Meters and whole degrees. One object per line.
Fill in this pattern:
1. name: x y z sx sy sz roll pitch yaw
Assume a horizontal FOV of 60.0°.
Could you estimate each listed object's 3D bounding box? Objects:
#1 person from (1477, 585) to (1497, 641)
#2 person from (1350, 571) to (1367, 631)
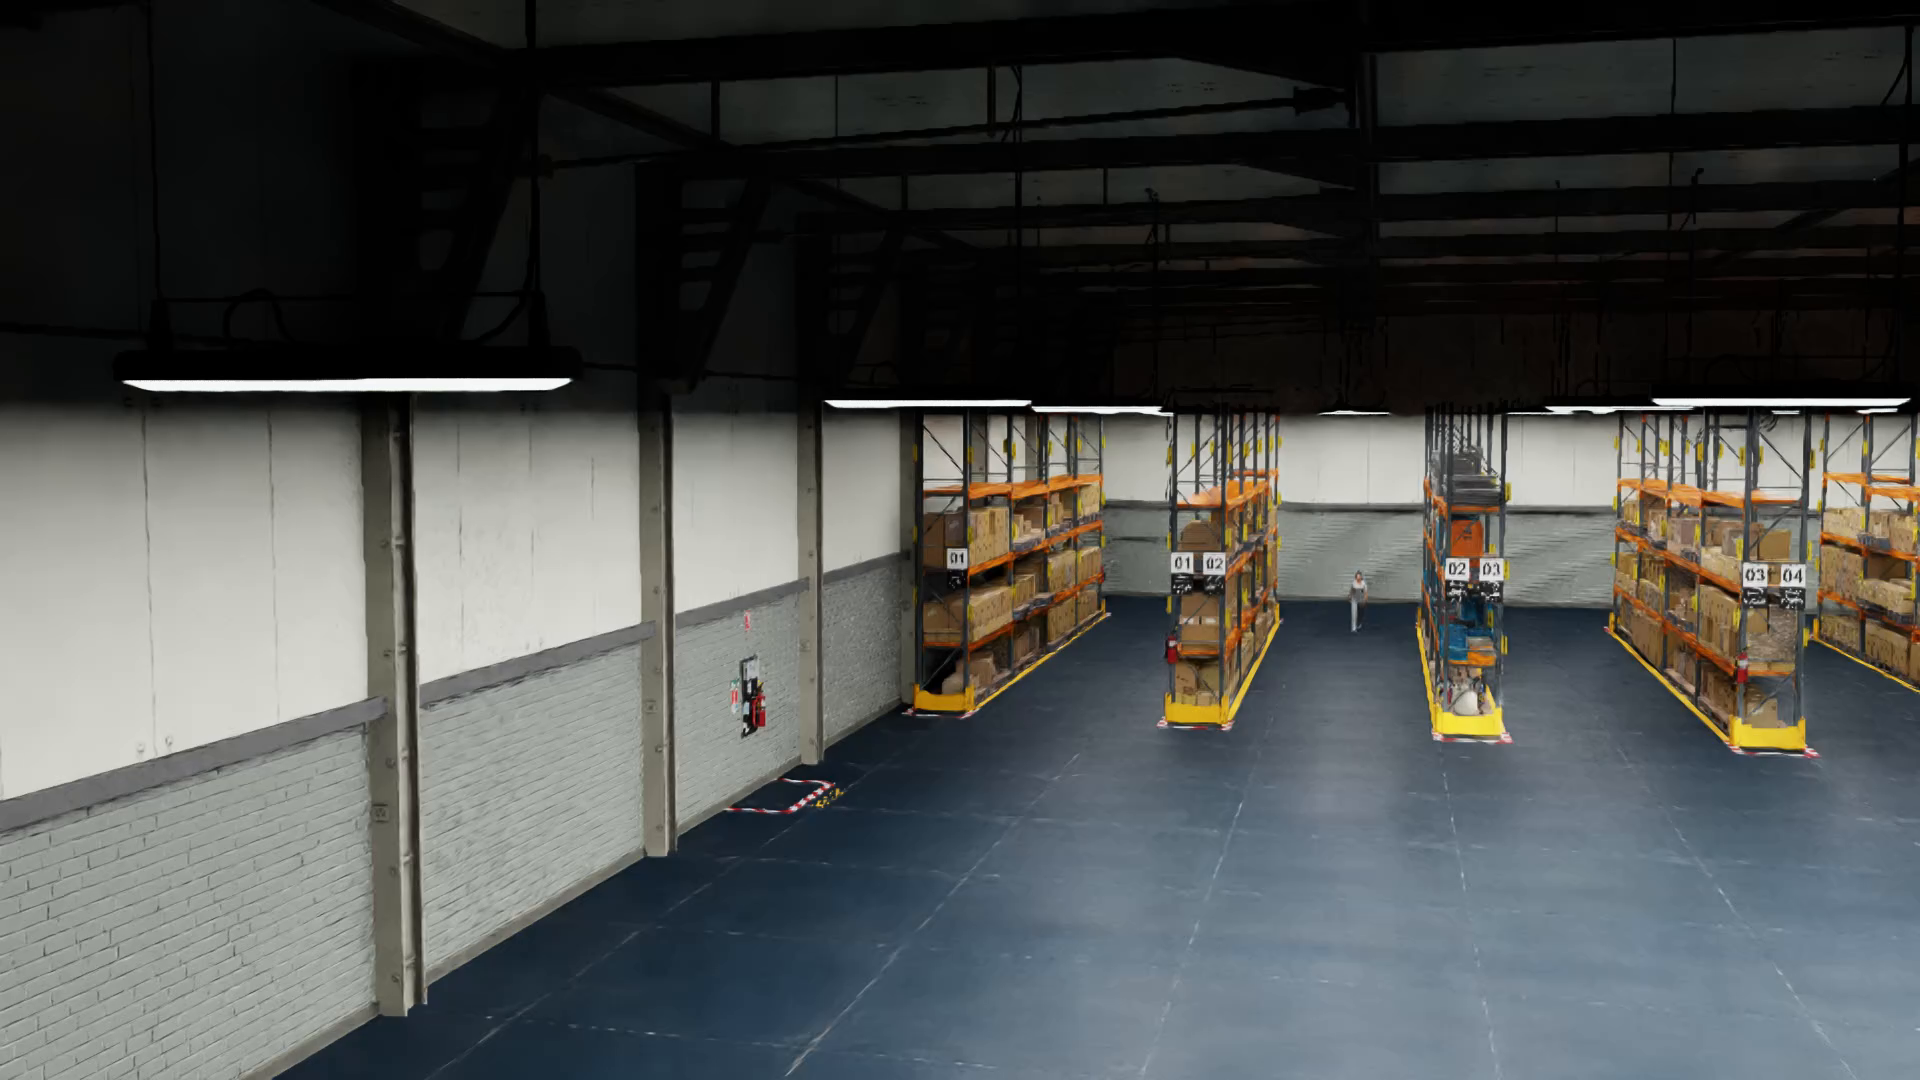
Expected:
1. person: 13.342 1.829 42.552 0.537 1.519 0.961 -1 4 -9
2. person: 10.697 1.619 44.596 0.441 1.591 1.110 1 4 12
